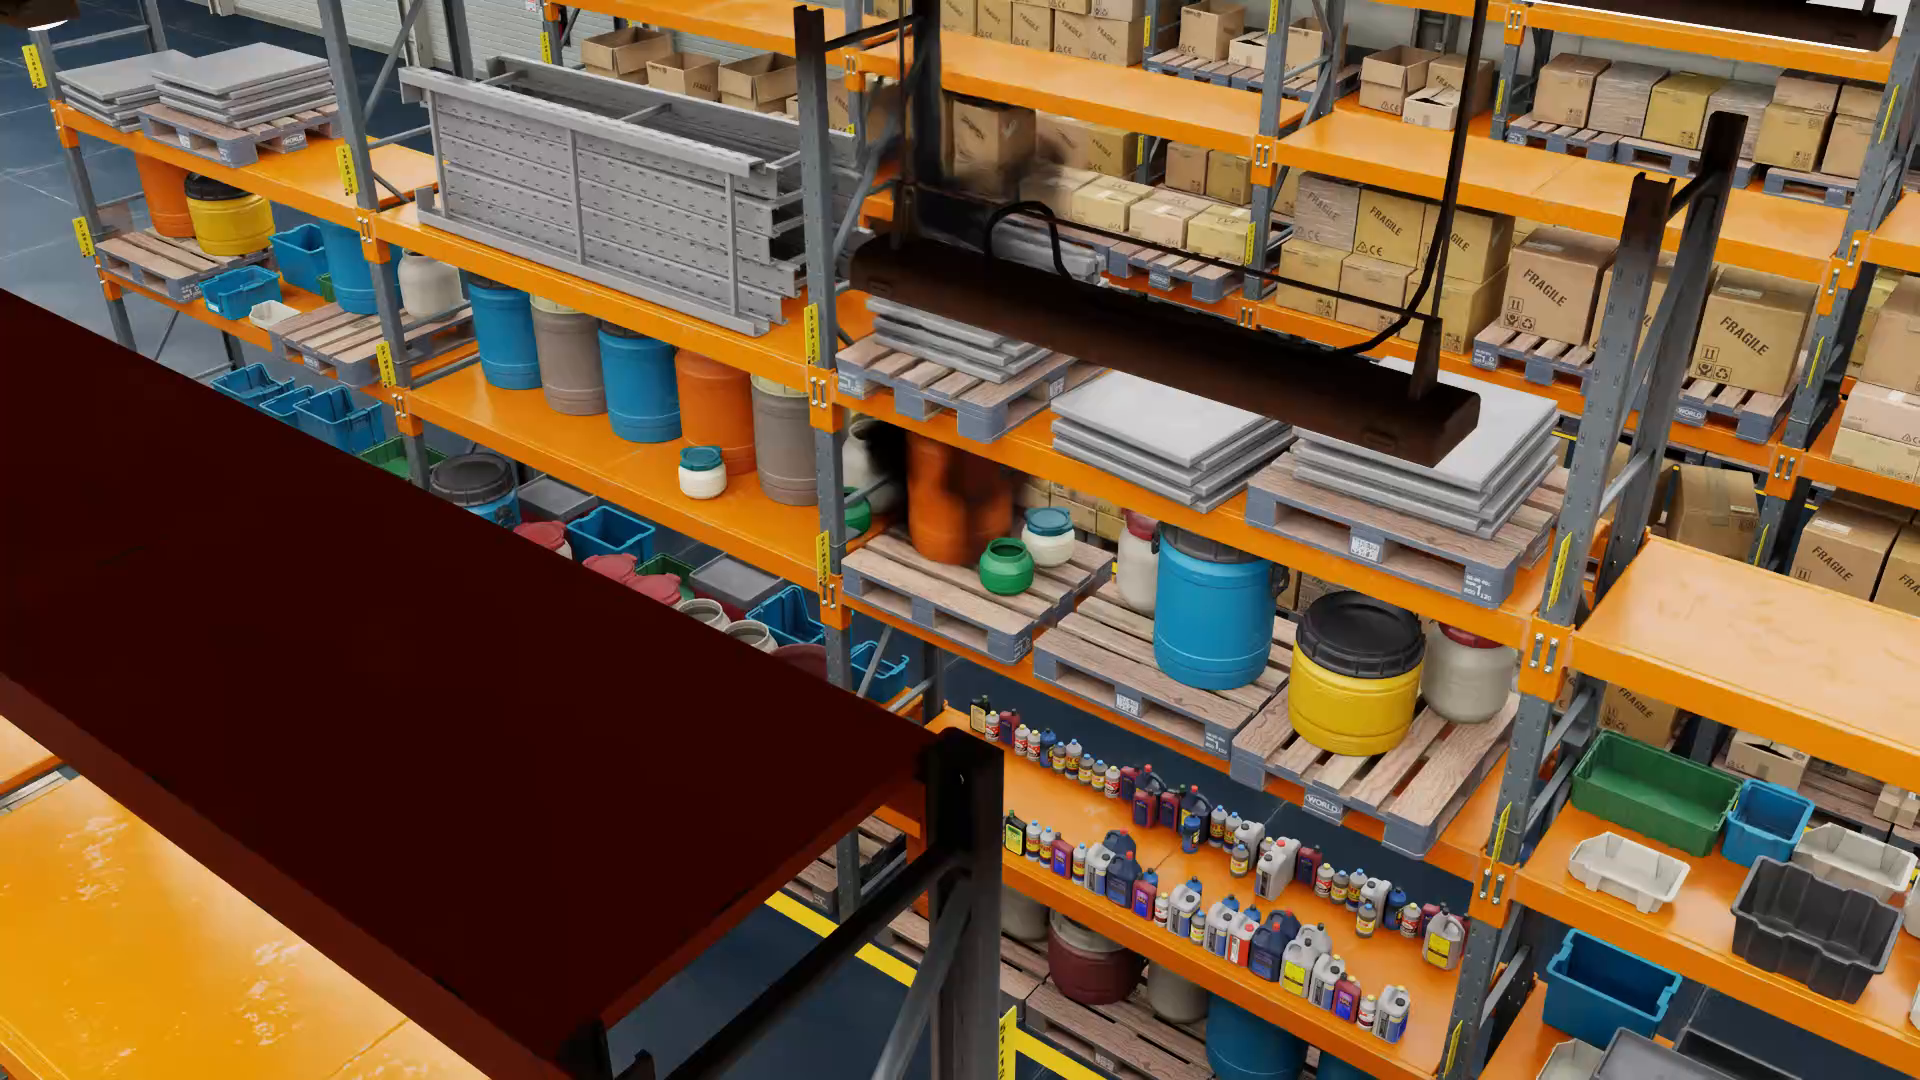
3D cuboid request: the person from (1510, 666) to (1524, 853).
[{"bbox_3d":[3.544,1.511,11.212,0.735,1.656,0.623,17,35,26],"label":"person"}]
